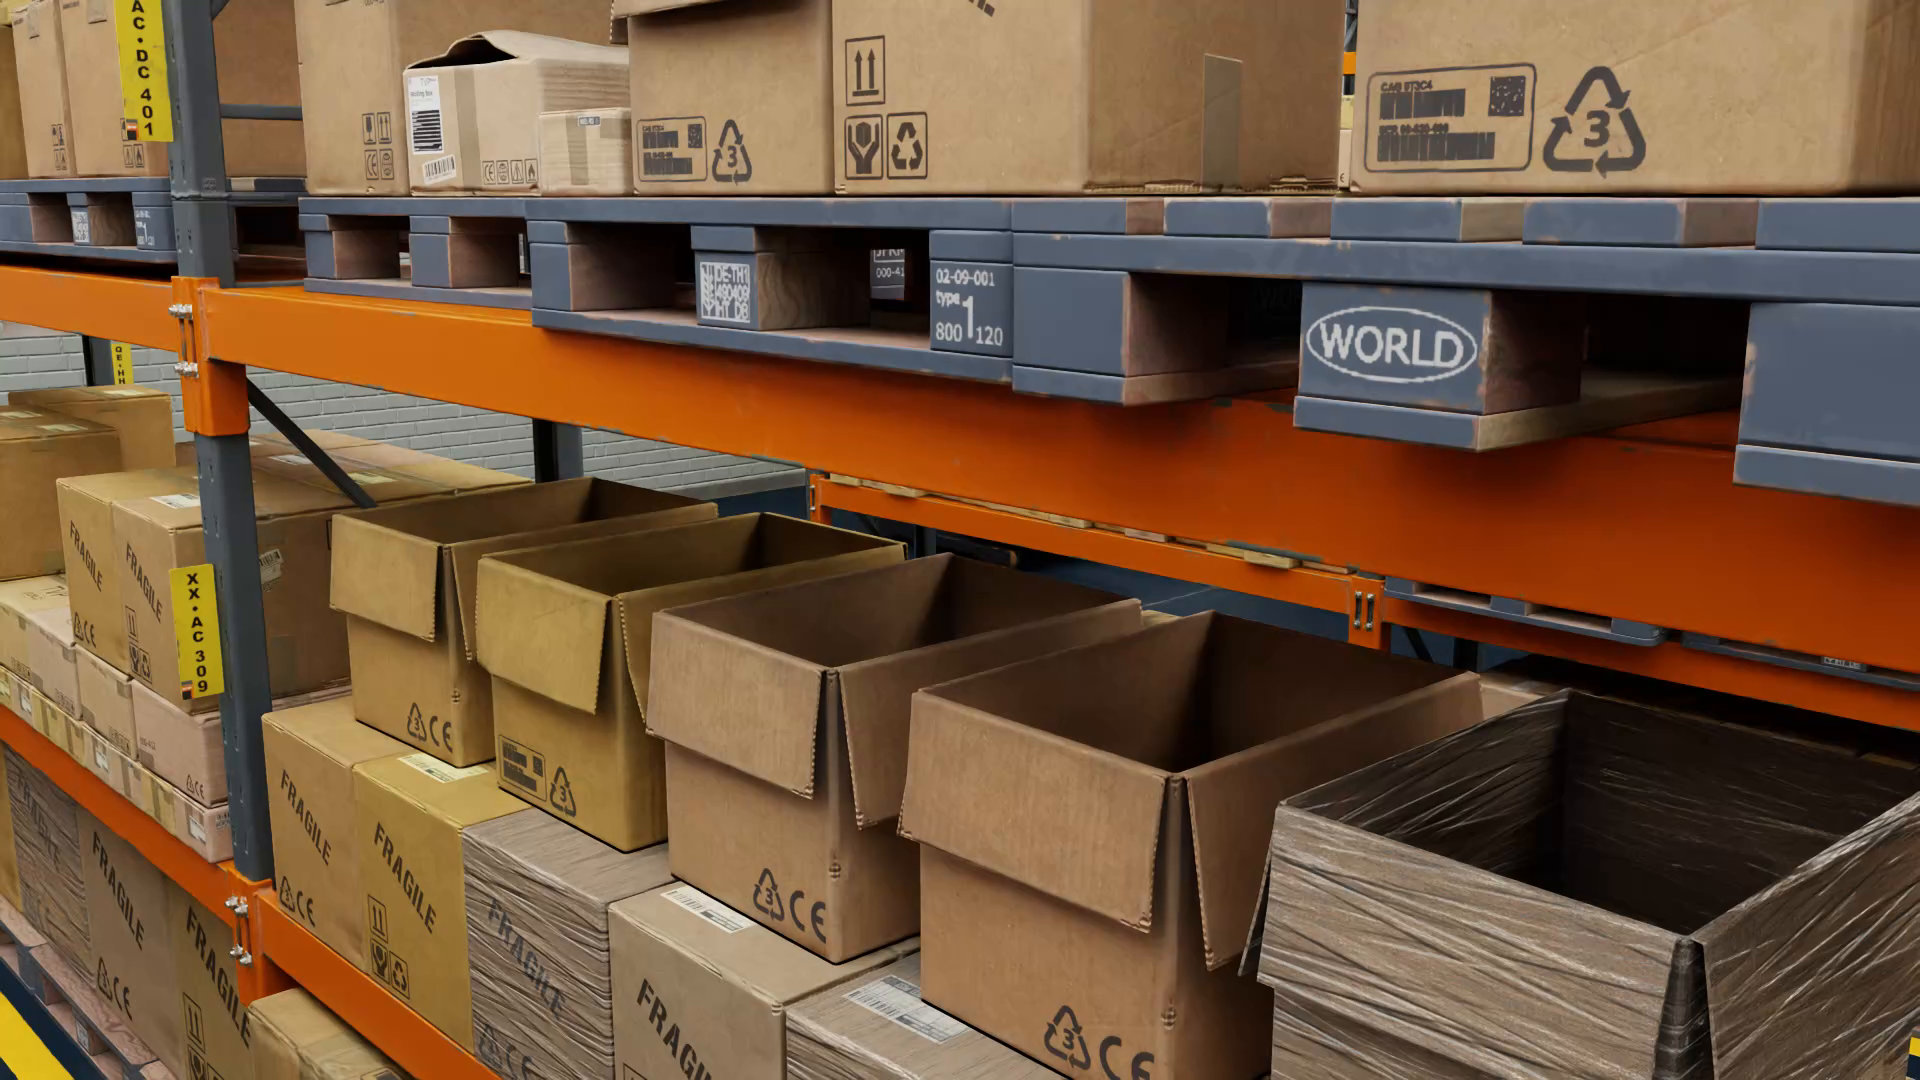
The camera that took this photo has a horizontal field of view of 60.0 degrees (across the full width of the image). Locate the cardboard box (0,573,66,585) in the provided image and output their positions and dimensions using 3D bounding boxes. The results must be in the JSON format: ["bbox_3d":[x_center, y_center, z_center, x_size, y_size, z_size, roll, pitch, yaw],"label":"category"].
[{"bbox_3d":[-3.375,0.209,6.096,0.500,0.250,0.500,11,16,43],"label":"cardboard box"}]

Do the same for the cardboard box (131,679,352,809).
[{"bbox_3d":[-1.952,0.509,4.642,0.500,0.250,0.500,-11,16,-44],"label":"cardboard box"}]

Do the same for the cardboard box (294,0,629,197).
[{"bbox_3d":[-1.049,-1.032,3.763,0.700,0.500,0.500,-10,16,-41],"label":"cardboard box"}]

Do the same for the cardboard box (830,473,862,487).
[{"bbox_3d":[-0.576,-0.435,10.213,0.380,0.149,0.250,-11,16,-43],"label":"cardboard box"}]

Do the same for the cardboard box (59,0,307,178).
[{"bbox_3d":[-2.041,-1.270,4.670,0.500,0.500,0.700,11,16,42],"label":"cardboard box"}]

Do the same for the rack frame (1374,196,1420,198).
[{"bbox_3d":[2.200,-3.006,7.200,1.000,3.000,0.127,-11,16,-43],"label":"rack frame"}]

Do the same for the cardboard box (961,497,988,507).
[{"bbox_3d":[0.225,-0.295,9.534,0.380,0.149,0.250,-11,16,-43],"label":"cardboard box"}]

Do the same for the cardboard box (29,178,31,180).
[{"bbox_3d":[-2.668,-1.445,5.521,0.700,0.500,0.500,-10,15,-40],"label":"cardboard box"}]

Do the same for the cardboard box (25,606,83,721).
[{"bbox_3d":[-2.664,0.359,5.369,0.500,0.250,0.500,-10,16,-41],"label":"cardboard box"}]

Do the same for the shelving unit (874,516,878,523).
[{"bbox_3d":[-0.562,-0.724,15.450,0.258,1.200,0.503,-10,15,-39],"label":"shelving unit"}]

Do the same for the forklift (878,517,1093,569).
[{"bbox_3d":[0.596,-1.300,13.959,1.130,2.935,3.031,-10,15,-39],"label":"forklift"}]

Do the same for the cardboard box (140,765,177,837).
[{"bbox_3d":[-2.083,0.696,4.724,0.380,0.149,0.250,-10,16,-41],"label":"cardboard box"}]

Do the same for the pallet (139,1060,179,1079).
[{"bbox_3d":[-1.926,1.853,5.395,1.003,0.211,1.213,-11,16,-43],"label":"pallet"}]

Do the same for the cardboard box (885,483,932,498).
[{"bbox_3d":[-0.223,-0.357,9.834,0.250,0.149,0.380,11,16,44],"label":"cardboard box"}]

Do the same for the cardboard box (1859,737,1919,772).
[{"bbox_3d":[3.604,0.956,6.134,0.500,0.250,0.500,-10,16,-41],"label":"cardboard box"}]

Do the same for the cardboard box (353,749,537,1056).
[{"bbox_3d":[-0.973,0.735,3.661,0.500,0.500,0.500,-11,16,-42],"label":"cardboard box"}]

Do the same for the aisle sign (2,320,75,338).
[{"bbox_3d":[-4.052,-1.300,7.347,0.394,0.787,0.004,-11,16,-43],"label":"aisle sign"}]

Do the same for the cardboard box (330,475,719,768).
[{"bbox_3d":[-1.010,0.161,3.964,0.637,0.503,0.797,11,16,44],"label":"cardboard box"}]

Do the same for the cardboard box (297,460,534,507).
[{"bbox_3d":[-1.603,0.064,4.944,0.500,0.500,0.500,-11,16,-43],"label":"cardboard box"}]

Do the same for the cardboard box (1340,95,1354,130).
[{"bbox_3d":[1.786,-1.911,7.463,0.250,0.149,0.380,11,16,43],"label":"cardboard box"}]

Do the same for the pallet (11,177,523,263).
[{"bbox_3d":[-2.015,-0.938,4.815,1.003,0.211,1.213,-11,16,-43],"label":"pallet"}]

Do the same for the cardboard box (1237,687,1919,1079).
[{"bbox_3d":[0.812,0.543,2.106,0.797,0.503,0.637,-10,15,-41],"label":"cardboard box"}]

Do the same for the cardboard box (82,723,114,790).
[{"bbox_3d":[-2.437,0.621,5.088,0.380,0.149,0.250,-11,16,-42],"label":"cardboard box"}]

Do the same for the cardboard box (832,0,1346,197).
[{"bbox_3d":[0.172,-0.724,2.269,0.500,0.500,0.500,-10,15,-40],"label":"cardboard box"}]

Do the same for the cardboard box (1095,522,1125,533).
[{"bbox_3d":[0.929,-0.144,8.801,0.380,0.149,0.250,-11,16,-43],"label":"cardboard box"}]

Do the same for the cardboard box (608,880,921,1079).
[{"bbox_3d":[-0.267,0.883,2.944,0.500,0.500,0.500,-10,16,-41],"label":"cardboard box"}]

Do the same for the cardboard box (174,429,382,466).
[{"bbox_3d":[-2.300,-0.084,5.663,0.500,0.500,0.500,11,16,43],"label":"cardboard box"}]

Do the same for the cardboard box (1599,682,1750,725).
[{"bbox_3d":[2.889,0.806,6.862,0.500,0.250,0.500,-10,16,-41],"label":"cardboard box"}]

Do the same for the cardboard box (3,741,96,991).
[{"bbox_3d":[-3.091,1.075,6.484,0.875,0.875,0.875,-11,16,-43],"label":"cardboard box"}]

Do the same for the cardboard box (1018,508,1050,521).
[{"bbox_3d":[0.538,-0.215,9.142,0.380,0.149,0.250,-10,15,-41],"label":"cardboard box"}]

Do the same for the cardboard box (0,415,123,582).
[{"bbox_3d":[-3.376,-0.159,6.025,0.500,0.500,0.500,11,16,44],"label":"cardboard box"}]

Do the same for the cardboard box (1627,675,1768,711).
[{"bbox_3d":[3.242,0.734,7.210,0.500,0.250,0.500,-10,15,-40],"label":"cardboard box"}]

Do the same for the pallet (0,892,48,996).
[{"bbox_3d":[-3.611,1.497,7.123,1.003,0.211,1.213,-11,16,-43],"label":"pallet"}]

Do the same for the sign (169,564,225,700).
[{"bbox_3d":[-1.858,0.224,4.050,0.100,0.325,0.005,-11,16,-43],"label":"sign"}]

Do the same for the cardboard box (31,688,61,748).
[{"bbox_3d":[-2.792,0.546,5.452,0.380,0.149,0.250,-11,16,-43],"label":"cardboard box"}]

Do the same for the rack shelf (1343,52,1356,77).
[{"bbox_3d":[4.329,-3.454,12.149,1.077,0.370,4.000,-11,16,-43],"label":"rack shelf"}]

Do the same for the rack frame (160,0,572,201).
[{"bbox_3d":[-1.457,-2.329,3.917,1.000,3.000,0.127,-11,16,-43],"label":"rack frame"}]

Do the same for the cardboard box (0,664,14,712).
[{"bbox_3d":[-3.150,0.470,5.817,0.250,0.149,0.380,11,16,44],"label":"cardboard box"}]

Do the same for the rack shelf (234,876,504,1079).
[{"bbox_3d":[-0.076,1.253,3.178,1.077,0.370,4.000,-11,16,-43],"label":"rack shelf"}]

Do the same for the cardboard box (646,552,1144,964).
[{"bbox_3d":[-0.104,0.351,3.040,0.797,0.503,0.637,-10,15,-41],"label":"cardboard box"}]

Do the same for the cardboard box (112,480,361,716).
[{"bbox_3d":[-1.968,0.140,4.576,0.500,0.500,0.500,-10,15,-41],"label":"cardboard box"}]

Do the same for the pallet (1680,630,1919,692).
[{"bbox_3d":[3.566,0.327,6.366,1.003,0.211,1.213,-11,16,-43],"label":"pallet"}]

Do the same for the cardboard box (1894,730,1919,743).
[{"bbox_3d":[3.978,0.885,6.477,0.500,0.250,0.500,-11,16,-42],"label":"cardboard box"}]

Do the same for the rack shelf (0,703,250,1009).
[{"bbox_3d":[-2.838,0.669,6.011,1.077,0.370,4.000,-11,16,-43],"label":"rack shelf"}]

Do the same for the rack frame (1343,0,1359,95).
[{"bbox_3d":[2.948,-4.294,13.453,1.000,3.000,0.127,-11,16,-43],"label":"rack frame"}]

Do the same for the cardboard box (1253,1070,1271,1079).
[{"bbox_3d":[0.445,1.033,2.218,0.500,0.500,0.500,-11,16,-43],"label":"cardboard box"}]

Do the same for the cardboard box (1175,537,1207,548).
[{"bbox_3d":[1.307,-0.070,8.442,0.250,0.149,0.380,11,16,44],"label":"cardboard box"}]

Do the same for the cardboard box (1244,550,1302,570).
[{"bbox_3d":[1.577,0.024,7.983,0.250,0.149,0.380,11,16,44],"label":"cardboard box"}]

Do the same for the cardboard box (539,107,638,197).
[{"bbox_3d":[-0.537,-0.705,3.046,0.250,0.149,0.380,11,16,43],"label":"cardboard box"}]

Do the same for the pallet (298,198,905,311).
[{"bbox_3d":[-0.788,-0.640,3.623,1.217,0.209,0.805,11,16,43],"label":"pallet"}]

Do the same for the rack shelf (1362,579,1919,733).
[{"bbox_3d":[3.581,0.577,6.461,1.077,0.370,4.000,-11,16,-43],"label":"rack shelf"}]

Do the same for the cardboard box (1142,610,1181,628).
[{"bbox_3d":[1.051,0.521,9.499,0.380,0.149,0.250,-11,16,-42],"label":"cardboard box"}]

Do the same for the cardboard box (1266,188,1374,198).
[{"bbox_3d":[1.666,-1.497,7.683,0.500,0.250,0.500,-10,16,-41],"label":"cardboard box"}]

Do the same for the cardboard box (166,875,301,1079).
[{"bbox_3d":[-1.855,1.336,5.216,0.875,0.875,0.875,-11,16,-43],"label":"cardboard box"}]
